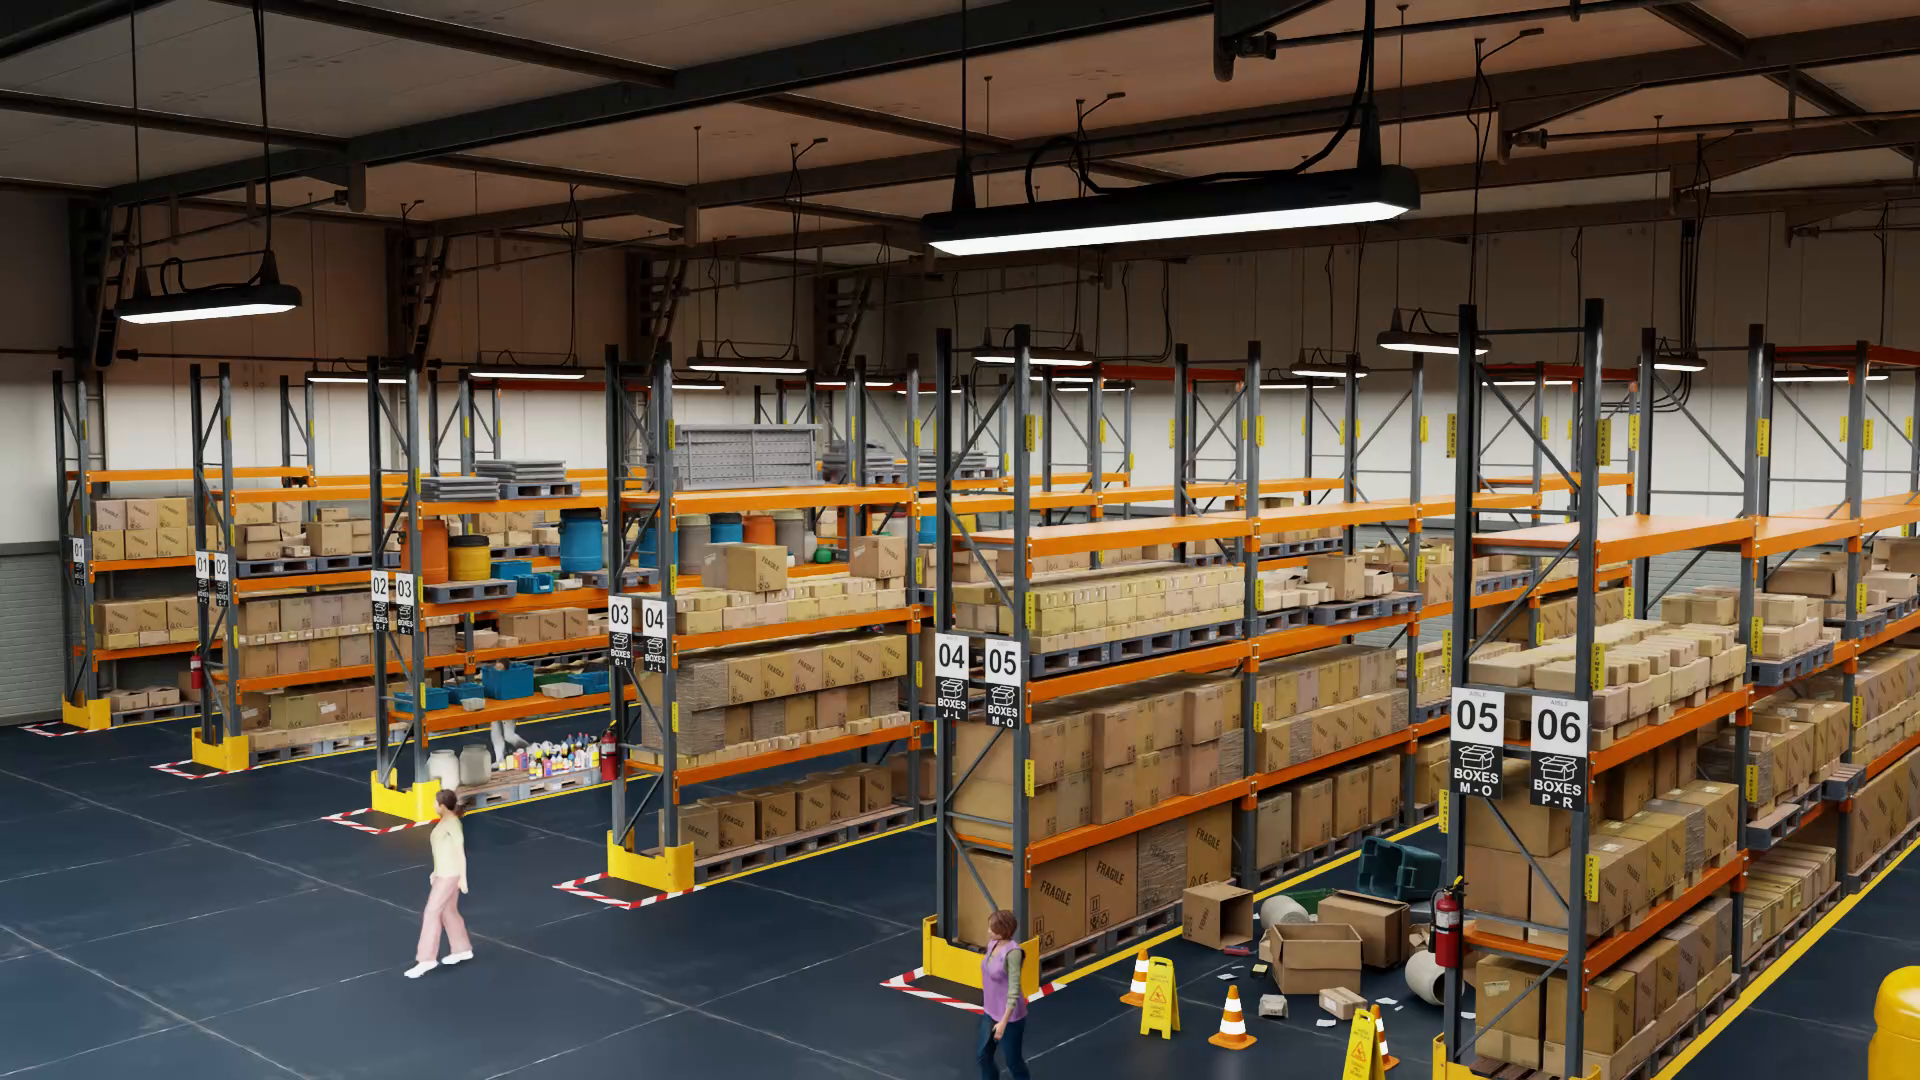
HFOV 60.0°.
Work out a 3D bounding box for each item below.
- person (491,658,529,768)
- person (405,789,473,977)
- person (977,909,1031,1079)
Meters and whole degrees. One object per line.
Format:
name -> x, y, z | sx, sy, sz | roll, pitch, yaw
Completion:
person -> -6.745, 2.557, 24.853 | 0.495, 1.653, 0.593 | 2, 4, 23
person -> -4.943, 3.197, 15.706 | 0.649, 1.673, 0.559 | -2, 4, -23
person -> 0.328, 3.504, 12.162 | 0.522, 1.637, 0.464 | -2, 5, -27
